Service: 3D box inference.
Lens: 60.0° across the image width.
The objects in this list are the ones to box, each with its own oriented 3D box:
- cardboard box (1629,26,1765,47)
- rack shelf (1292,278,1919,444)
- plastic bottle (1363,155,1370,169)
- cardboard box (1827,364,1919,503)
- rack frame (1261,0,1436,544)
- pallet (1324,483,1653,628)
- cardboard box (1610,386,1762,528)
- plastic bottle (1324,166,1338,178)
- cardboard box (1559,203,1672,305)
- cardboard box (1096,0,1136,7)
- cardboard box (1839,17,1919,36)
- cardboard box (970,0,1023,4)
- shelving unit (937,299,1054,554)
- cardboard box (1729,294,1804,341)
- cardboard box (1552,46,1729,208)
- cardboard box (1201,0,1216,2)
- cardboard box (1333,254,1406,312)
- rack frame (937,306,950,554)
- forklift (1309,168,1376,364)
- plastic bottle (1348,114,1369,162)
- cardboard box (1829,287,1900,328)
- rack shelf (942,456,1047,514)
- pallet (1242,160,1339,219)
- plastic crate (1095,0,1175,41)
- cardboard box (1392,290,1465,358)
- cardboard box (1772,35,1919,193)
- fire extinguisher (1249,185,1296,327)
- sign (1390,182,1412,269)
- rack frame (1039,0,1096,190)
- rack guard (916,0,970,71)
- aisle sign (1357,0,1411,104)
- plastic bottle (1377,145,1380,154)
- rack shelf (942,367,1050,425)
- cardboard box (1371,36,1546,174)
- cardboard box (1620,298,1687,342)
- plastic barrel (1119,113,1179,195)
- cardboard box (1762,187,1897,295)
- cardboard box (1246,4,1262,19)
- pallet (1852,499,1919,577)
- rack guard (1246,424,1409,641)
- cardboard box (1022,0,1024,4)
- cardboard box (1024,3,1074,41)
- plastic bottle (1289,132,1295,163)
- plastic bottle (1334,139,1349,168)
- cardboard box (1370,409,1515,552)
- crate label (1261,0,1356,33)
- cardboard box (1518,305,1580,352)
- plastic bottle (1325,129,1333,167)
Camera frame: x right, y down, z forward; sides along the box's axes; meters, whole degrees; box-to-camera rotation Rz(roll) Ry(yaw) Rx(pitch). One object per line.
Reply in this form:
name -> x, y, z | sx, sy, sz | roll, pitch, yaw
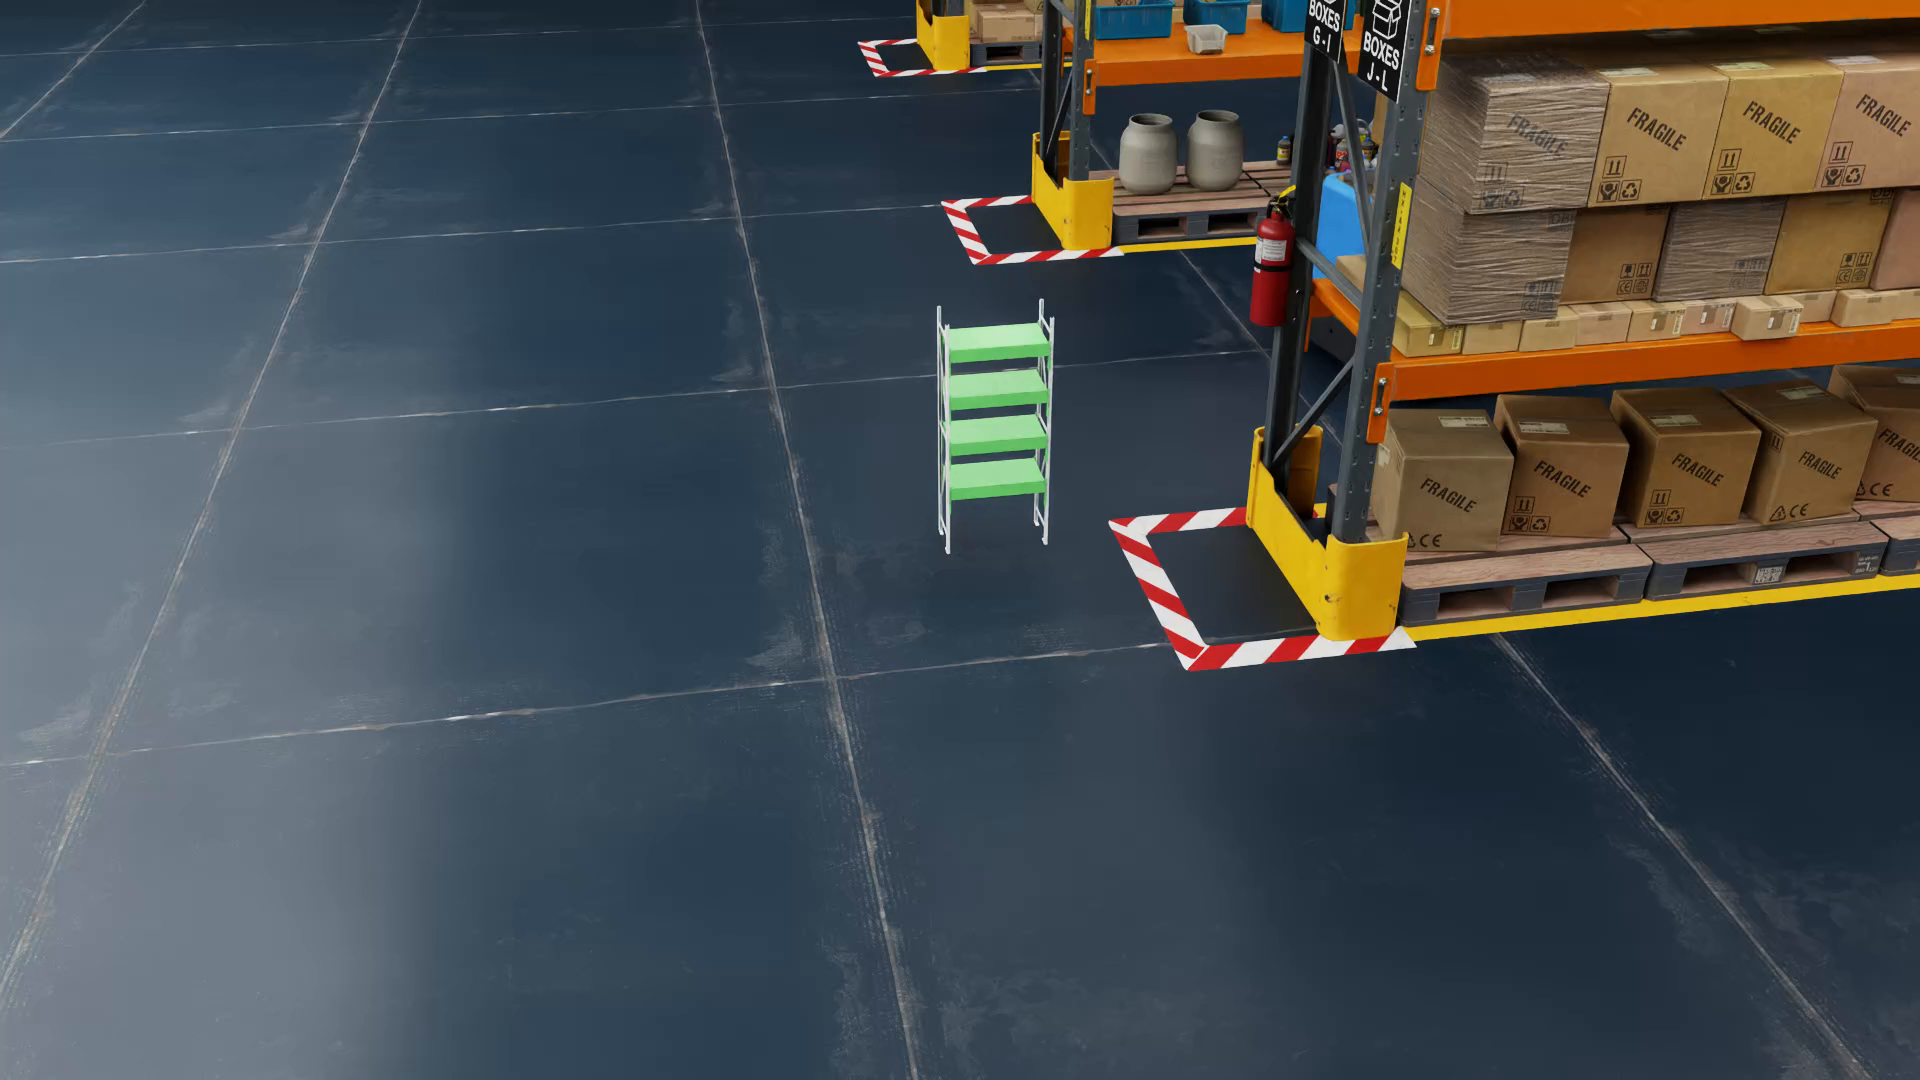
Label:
cardboard box -> 3.114, -2.001, 7.315 | 0.500, 0.500, 0.500 | -5, 31, -9
rack shelf -> 3.601, -1.005, 7.709 | 4.000, 0.370, 1.077 | -5, 31, -9
plastic bottle -> 2.919, -2.657, 12.066 | 0.097, 0.271, 0.097 | 0, 30, 0
cardboard box -> 4.606, -0.528, 8.241 | 0.500, 0.500, 0.500 | 4, 31, 7
rack frame -> 1.634, -1.132, 7.216 | 0.127, 3.000, 1.000 | -5, 31, -9
pallet -> 2.514, 0.006, 8.031 | 1.213, 0.211, 1.003 | -5, 31, -9
cardboard box -> 3.452, -0.404, 8.029 | 0.500, 0.500, 0.500 | -3, 31, -4
plastic bottle -> 2.683, -2.605, 12.047 | 0.097, 0.201, 0.097 | 0, 30, 0
cardboard box -> 2.650, -1.445, 7.357 | 0.500, 0.500, 0.875 | -5, 31, -9
cardboard box -> 1.402, -5.427, 16.079 | 0.500, 0.500, 0.500 | -5, 31, -9
cardboard box -> 4.097, -2.094, 7.473 | 0.500, 0.500, 0.500 | -5, 31, -9
cardboard box -> 0.327, -5.588, 16.353 | 0.500, 0.500, 0.500 | -5, 31, -9
shelving unit -> 0.163, -0.532, 7.972 | 0.503, 1.200, 0.258 | -5, 31, -9
cardboard box -> 3.450, -1.020, 7.273 | 0.250, 0.149, 0.380 | -5, 31, -9
cardboard box -> 2.717, -1.691, 6.788 | 0.500, 0.500, 0.500 | -5, 31, -9
cardboard box -> 2.386, -5.517, 16.232 | 0.500, 0.500, 0.500 | -5, 31, -9
cardboard box -> 1.877, -1.153, 7.499 | 0.250, 0.149, 0.380 | -5, 31, -9
rack frame -> -0.077, -0.510, 7.934 | 0.015, 1.200, 0.240 | -5, 31, -9
forklift -> 3.686, -2.548, 9.692 | 3.031, 2.935, 1.130 | -12, 32, -19
plastic bottle -> 3.021, -3.075, 12.699 | 0.185, 0.351, 0.144 | -4, 31, -7
cardboard box -> 3.932, -1.093, 7.398 | 0.250, 0.149, 0.380 | -5, 31, -9
rack shelf -> 0.163, -0.270, 8.126 | 0.480, 0.148, 0.258 | -5, 31, -9
pallet -> 2.806, -2.611, 12.482 | 1.213, 0.211, 1.003 | -5, 31, -9
plastic crate -> 1.180, -3.732, 11.785 | 0.616, 0.251, 0.499 | -5, 31, -9
cardboard box -> 1.957, -0.931, 7.122 | 0.250, 0.149, 0.380 | -5, 31, -9
cardboard box -> 3.699, -1.786, 6.950 | 0.500, 0.500, 0.500 | -5, 31, -9
fire extinguisher -> 1.438, -1.318, 7.609 | 0.183, 0.674, 0.296 | -5, 31, -9
sign -> 1.732, -1.235, 6.537 | 0.005, 0.325, 0.100 | -5, 31, -9
rack frame -> 0.742, -3.602, 11.416 | 0.127, 3.000, 1.000 | -5, 31, -9
rack guard -> -0.170, -4.992, 16.246 | 0.348, 0.500, 1.175 | -5, 31, -9
aisle sign -> 1.627, -2.098, 6.293 | 0.004, 0.787, 0.394 | -5, 31, -9
plastic bottle -> 3.255, -2.988, 12.625 | 0.135, 0.276, 0.152 | -5, 31, -9
rack shelf -> 0.163, -0.684, 7.882 | 0.480, 0.148, 0.258 | -5, 31, -9
cardboard box -> 2.130, -1.908, 7.157 | 0.500, 0.500, 0.500 | -5, 31, -9
cardboard box -> 2.945, -1.012, 7.260 | 0.250, 0.149, 0.380 | -5, 31, -9
plastic barrel -> 1.375, -2.808, 12.107 | 0.421, 0.512, 0.421 | 0, 30, 0
cardboard box -> 3.644, -1.509, 7.466 | 0.500, 0.500, 0.875 | -5, 31, -9
cardboard box -> 2.878, -5.241, 16.502 | 0.500, 0.250, 0.500 | -5, 31, -9
pallet -> 4.914, -0.216, 8.410 | 1.213, 0.211, 1.003 | -5, 31, -9
rack guard -> 1.709, -0.062, 7.862 | 0.348, 0.500, 1.175 | -5, 31, -9
cardboard box -> 0.817, -5.315, 16.629 | 0.500, 0.250, 0.500 | -5, 31, -9
cardboard box -> 0.912, -5.053, 16.182 | 0.500, 0.250, 0.500 | -5, 31, -9
plastic bottle -> 2.581, -3.026, 12.683 | 0.133, 0.283, 0.061 | -5, 31, -8
plastic bottle -> 2.900, -2.933, 12.605 | 0.097, 0.201, 0.097 | 0, 30, 0
cardboard box -> 2.251, -0.284, 7.826 | 0.500, 0.500, 0.500 | 0, 30, 0
crate label -> 2.504, -3.920, 11.922 | 0.616, 0.435, 0.502 | -5, 31, -9
cardboard box -> 2.455, -0.960, 7.171 | 0.250, 0.149, 0.380 | -5, 31, -9
plastic bottle -> 2.742, -2.963, 12.575 | 0.133, 0.283, 0.061 | -5, 31, -9
